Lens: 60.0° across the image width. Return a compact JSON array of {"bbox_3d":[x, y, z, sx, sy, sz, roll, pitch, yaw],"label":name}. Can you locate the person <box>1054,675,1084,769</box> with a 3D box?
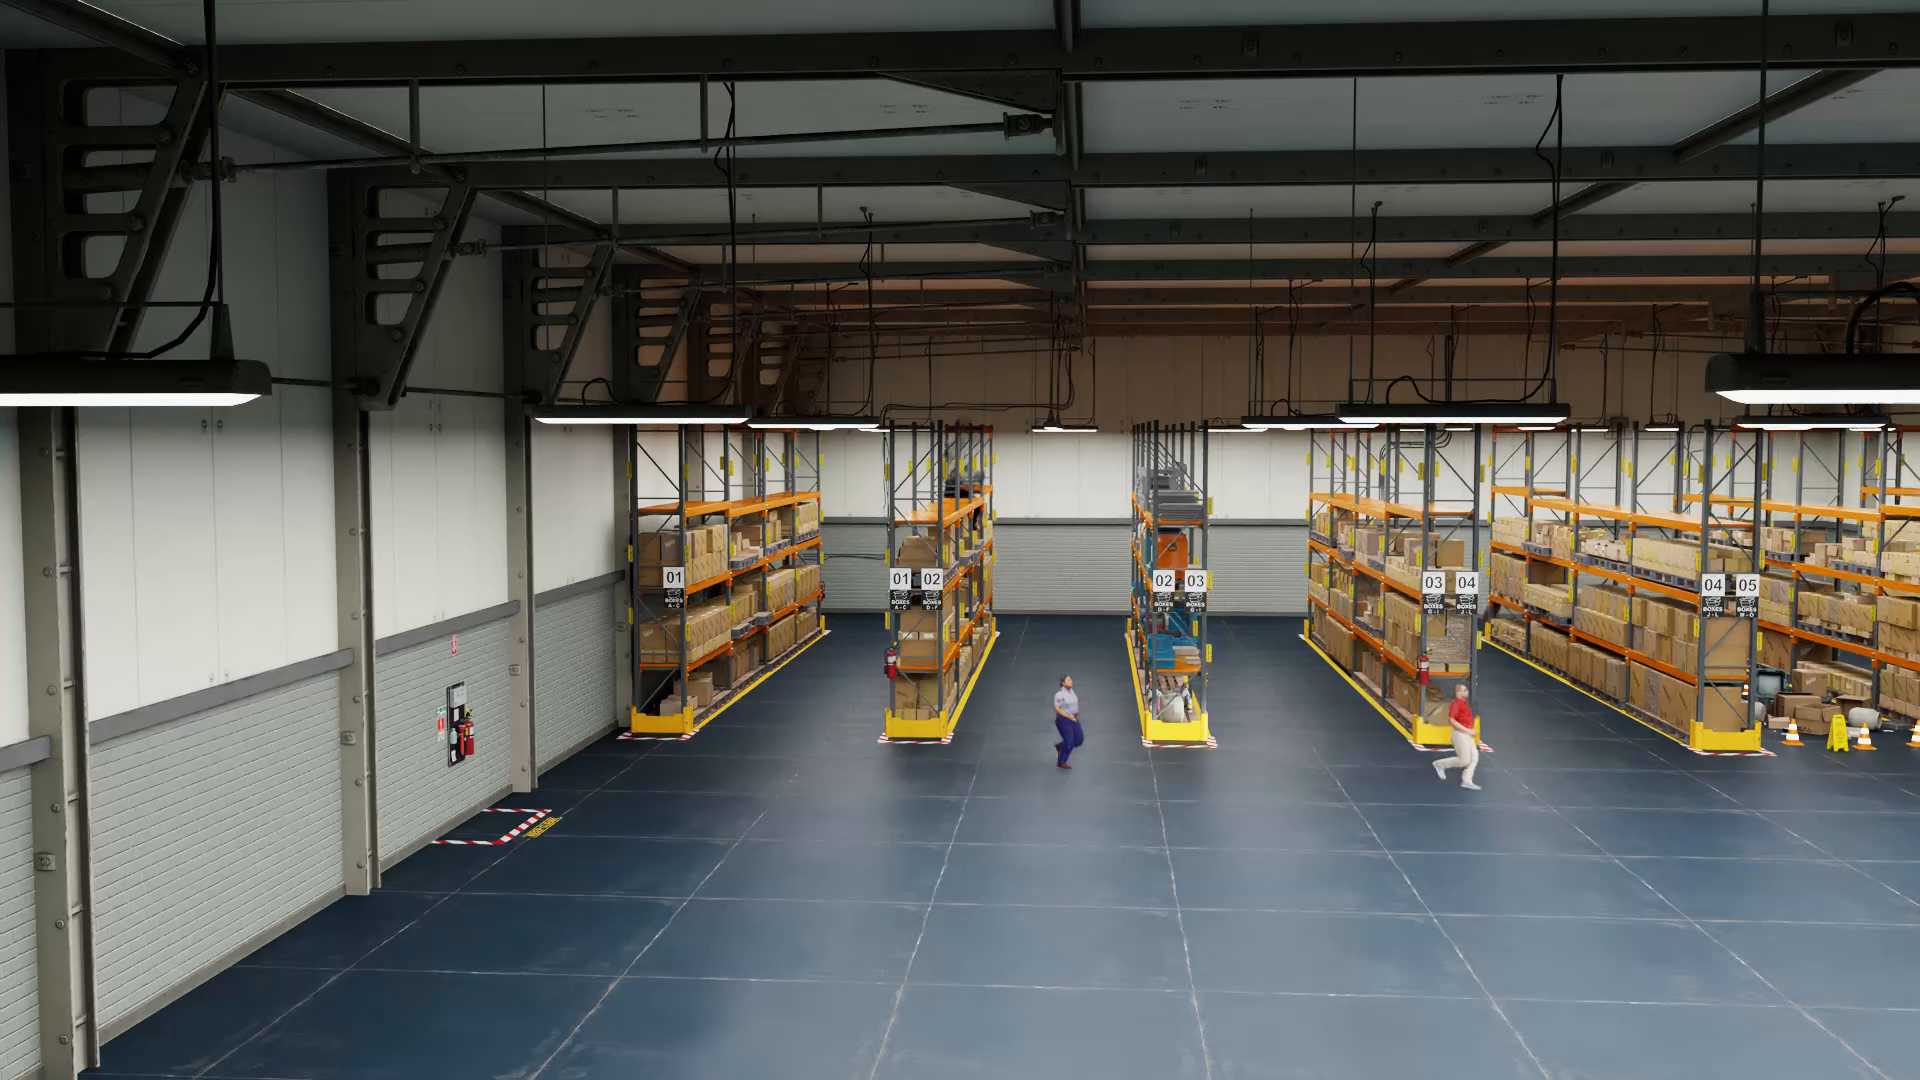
[{"bbox_3d":[1.844,3.121,28.598,0.553,1.610,0.614,3,4,36],"label":"person"}]

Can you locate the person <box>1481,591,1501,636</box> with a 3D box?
[{"bbox_3d":[15.209,1.915,47.260,0.802,1.713,0.703,0,4,-7],"label":"person"}]

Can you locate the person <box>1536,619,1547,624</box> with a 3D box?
[{"bbox_3d":[16.393,1.980,46.996,0.615,1.534,0.777,-3,5,-37],"label":"person"}]

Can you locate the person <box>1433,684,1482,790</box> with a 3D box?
[{"bbox_3d":[8.082,3.181,26.947,0.752,1.698,0.663,2,4,28],"label":"person"}]
